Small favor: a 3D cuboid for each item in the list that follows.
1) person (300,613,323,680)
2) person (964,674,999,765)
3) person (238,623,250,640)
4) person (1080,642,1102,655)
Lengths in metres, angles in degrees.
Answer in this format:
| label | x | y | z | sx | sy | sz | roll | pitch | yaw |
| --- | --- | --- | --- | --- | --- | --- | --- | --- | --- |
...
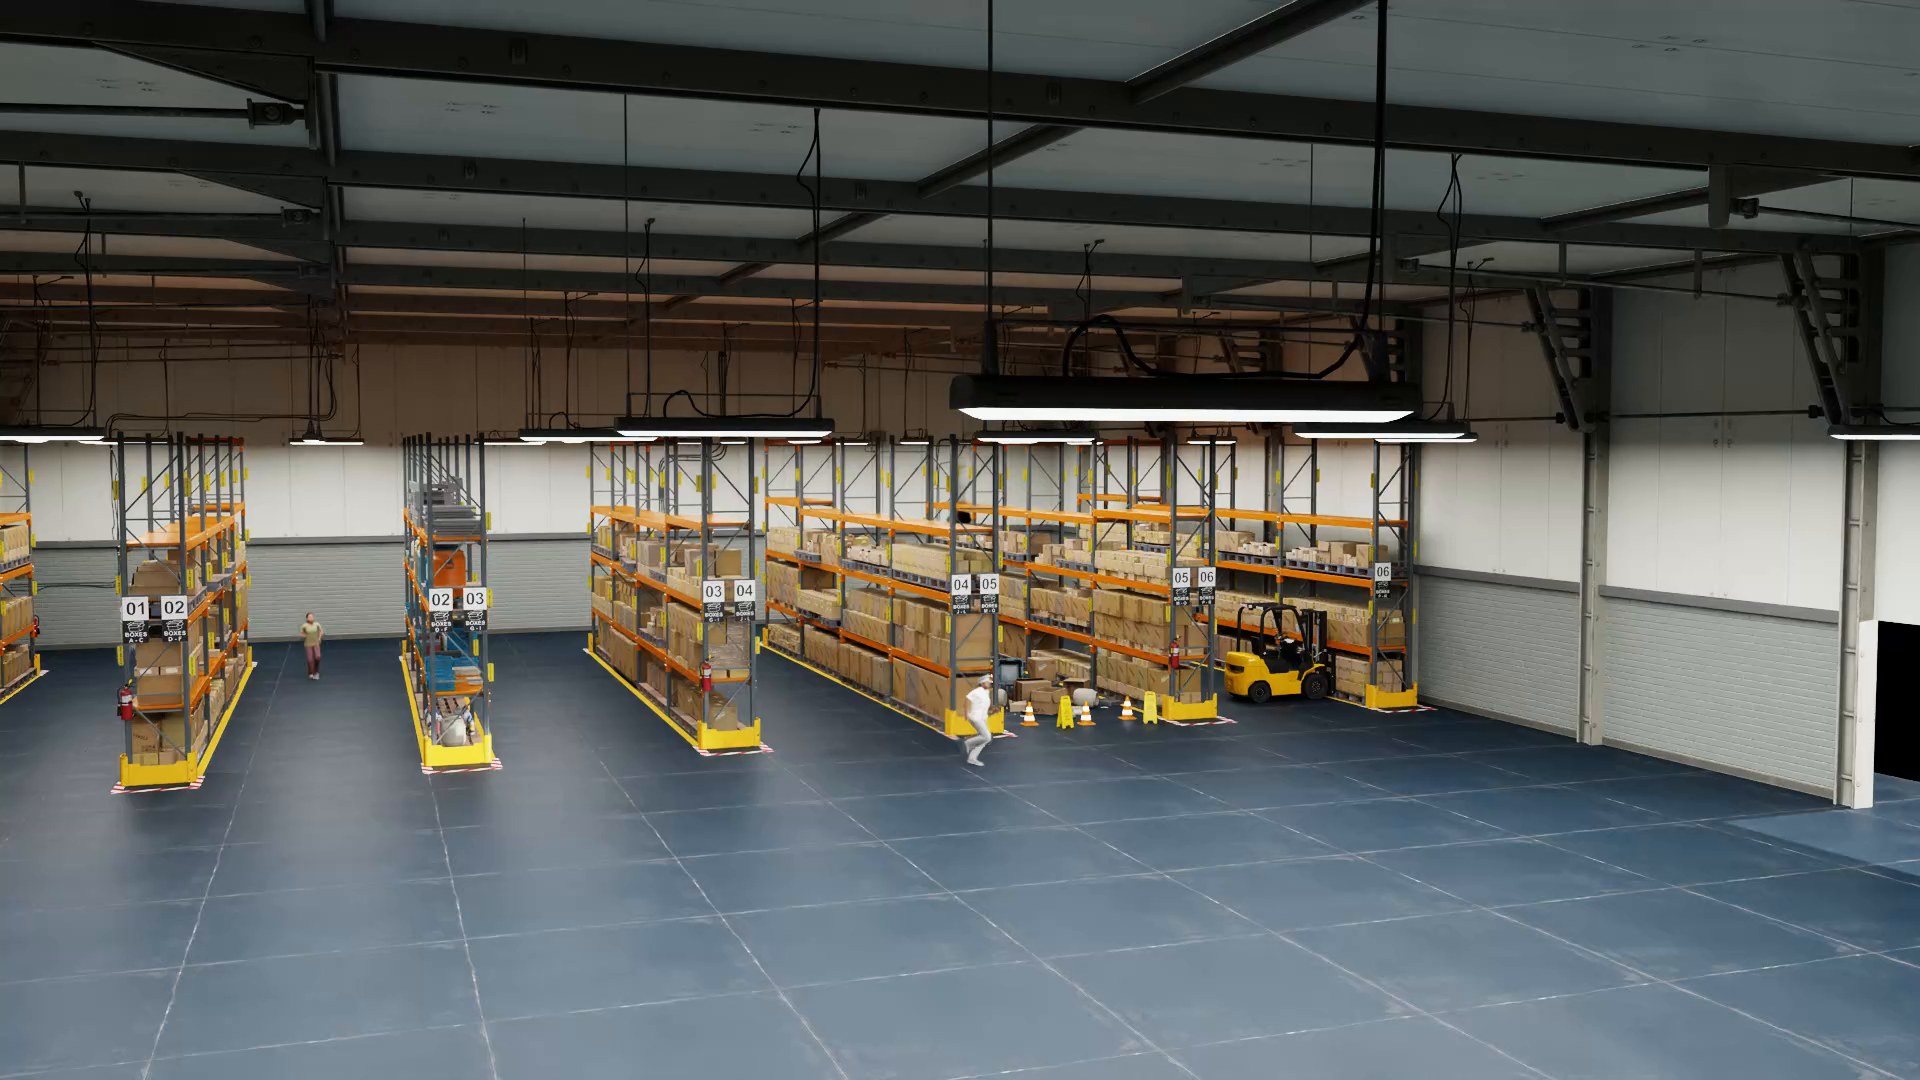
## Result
| label | x | y | z | sx | sy | sz | roll | pitch | yaw |
| --- | --- | --- | --- | --- | --- | --- | --- | --- | --- |
| person | -15.982 | 2.624 | 41.002 | 0.554 | 1.684 | 0.679 | -2 | 4 | -27 |
| person | 0.418 | 3.246 | 30.009 | 0.582 | 1.647 | 0.617 | 2 | 4 | 26 |
| person | -19.486 | 2.390 | 44.690 | 0.719 | 1.744 | 0.712 | 0 | 3 | 2 |
| person | 3.430 | 2.467 | 44.074 | 0.619 | 1.648 | 0.830 | -2 | 4 | -26 |
